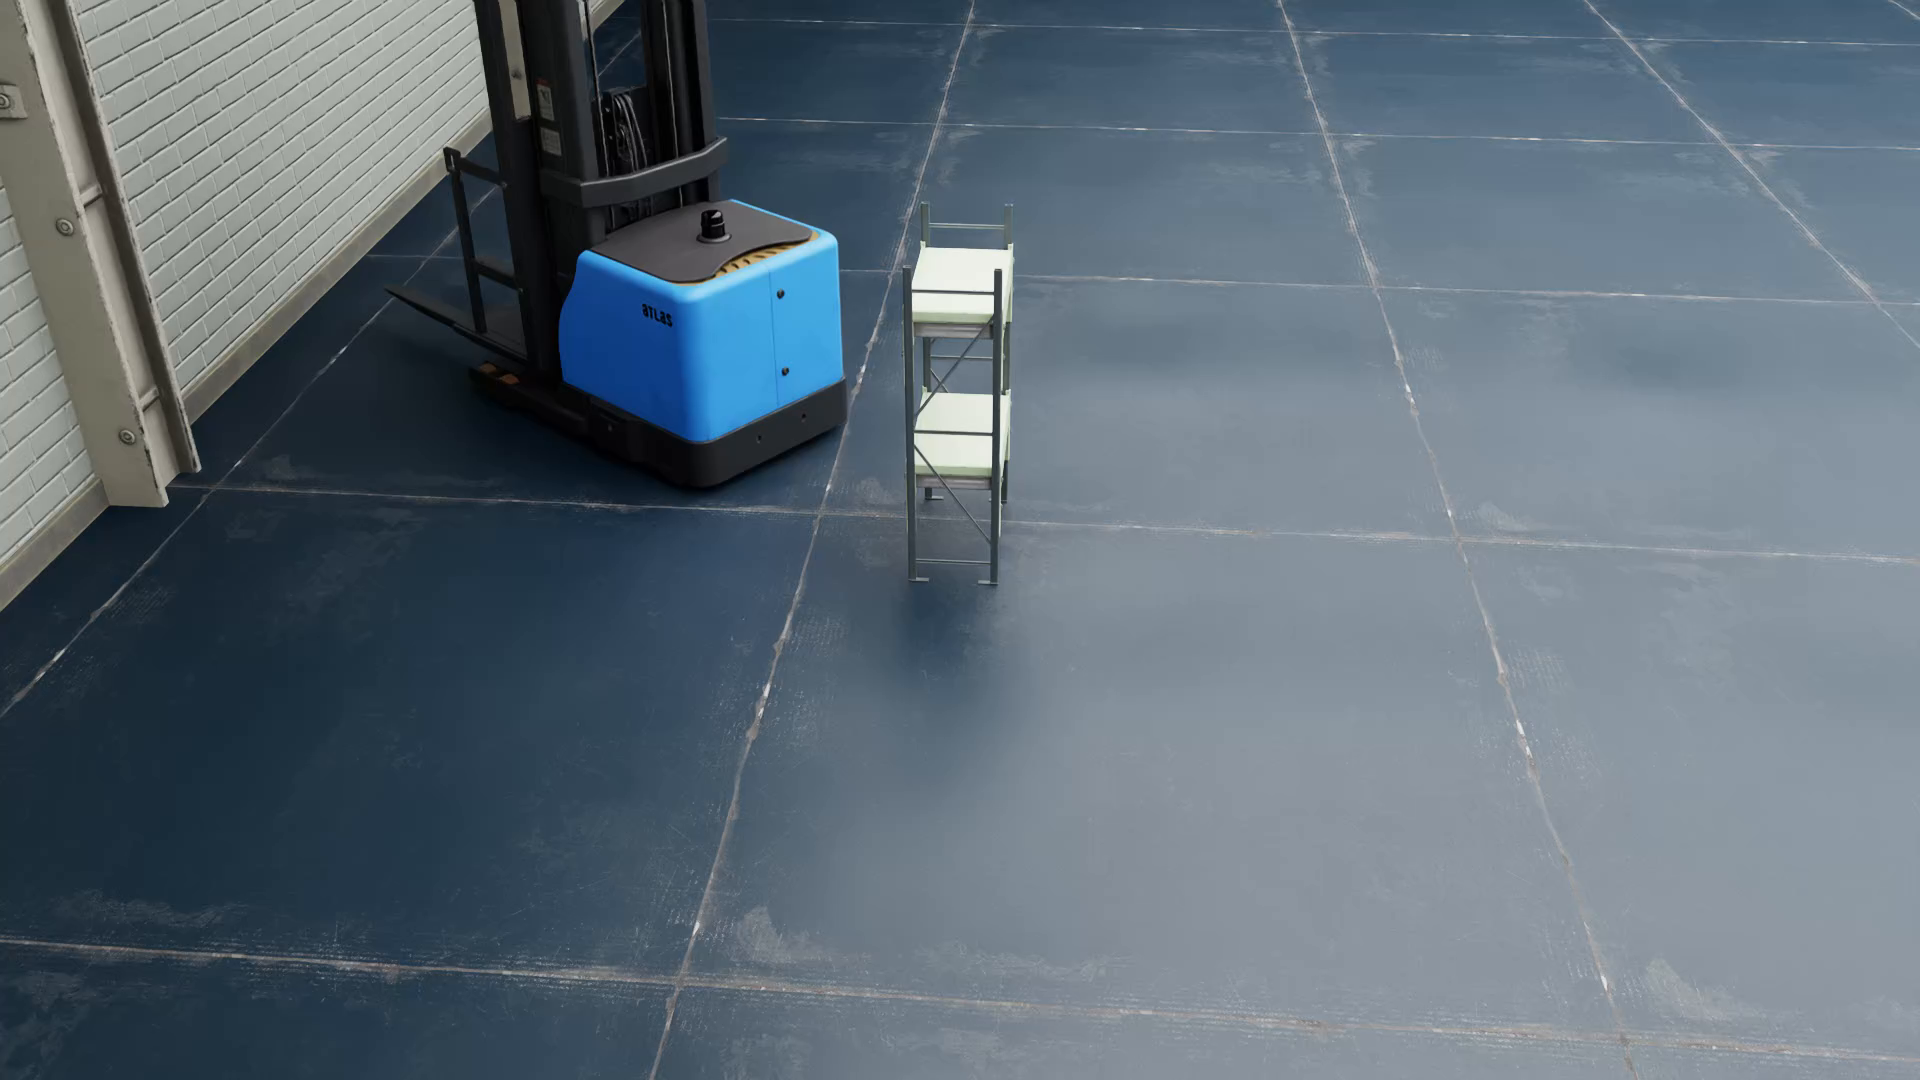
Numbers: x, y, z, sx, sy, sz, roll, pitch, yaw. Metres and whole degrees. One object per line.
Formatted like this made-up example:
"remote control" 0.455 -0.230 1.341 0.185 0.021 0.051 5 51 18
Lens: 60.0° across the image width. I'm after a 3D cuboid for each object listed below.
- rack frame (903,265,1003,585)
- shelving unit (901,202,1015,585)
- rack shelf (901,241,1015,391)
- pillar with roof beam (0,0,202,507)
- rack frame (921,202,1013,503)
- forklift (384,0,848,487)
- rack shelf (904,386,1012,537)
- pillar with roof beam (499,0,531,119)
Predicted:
"rack frame" -0.029 -0.451 7.052 0.400 1.500 0.023 2 32 4
"shelving unit" 0.001 -0.642 7.362 0.431 1.500 0.755 2 32 4
"rack shelf" 0.001 -0.974 7.157 0.431 0.370 0.720 2 32 4
"pillar with roof beam" 0.320 -3.915 5.525 9.100 9.000 0.400 2 32 4
"rack frame" 0.030 -0.833 7.673 0.400 1.500 0.023 2 32 4
"forklift" -2.022 -2.151 8.446 3.031 2.935 1.130 25 39 34
"rack shelf" 0.001 -0.364 7.533 0.431 0.370 0.720 2 32 4
"pillar with roof beam" 0.808 -7.052 10.616 9.100 9.000 0.400 2 32 4
